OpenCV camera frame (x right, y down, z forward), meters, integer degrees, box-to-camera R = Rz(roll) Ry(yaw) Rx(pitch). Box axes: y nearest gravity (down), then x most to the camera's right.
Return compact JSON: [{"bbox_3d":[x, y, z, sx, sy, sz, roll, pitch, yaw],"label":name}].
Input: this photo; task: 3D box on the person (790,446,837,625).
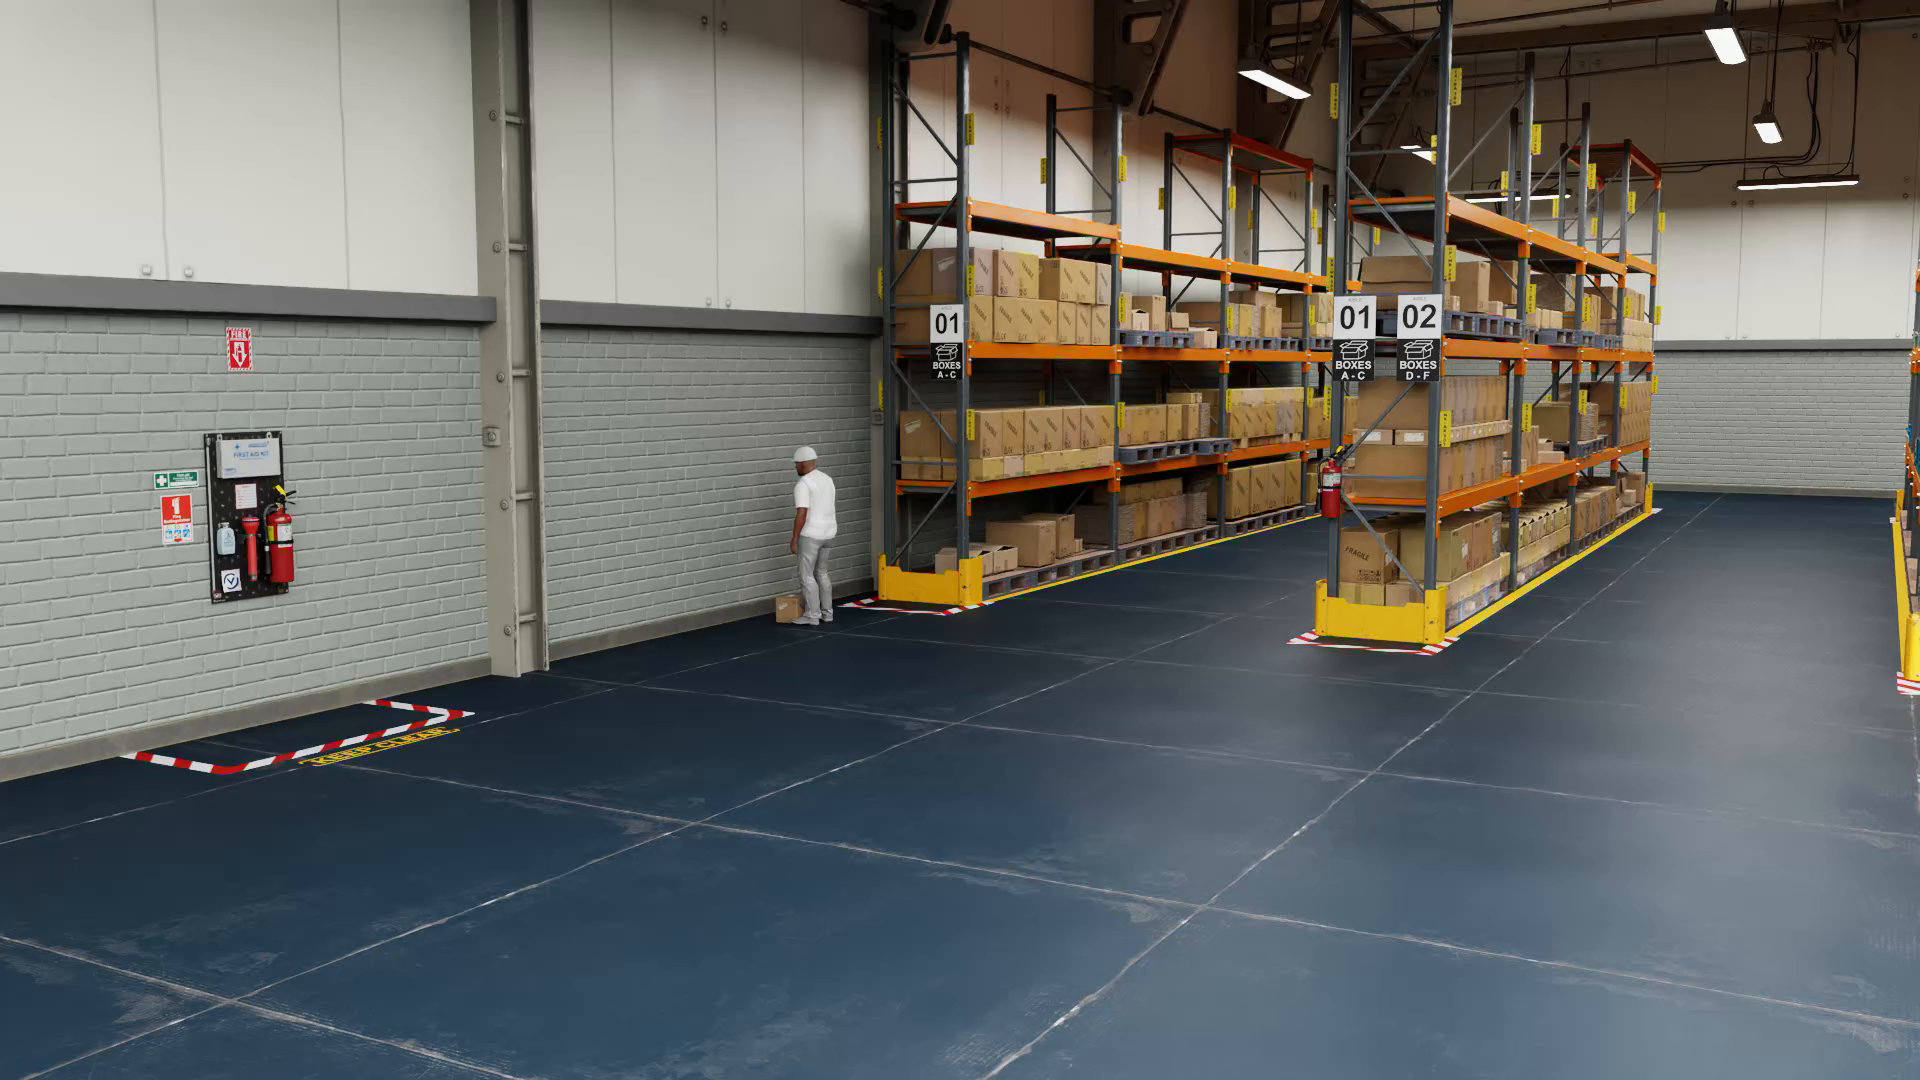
[{"bbox_3d":[-1.469,-0.048,16.516,0.456,1.761,0.627,3,7,29],"label":"person"}]
